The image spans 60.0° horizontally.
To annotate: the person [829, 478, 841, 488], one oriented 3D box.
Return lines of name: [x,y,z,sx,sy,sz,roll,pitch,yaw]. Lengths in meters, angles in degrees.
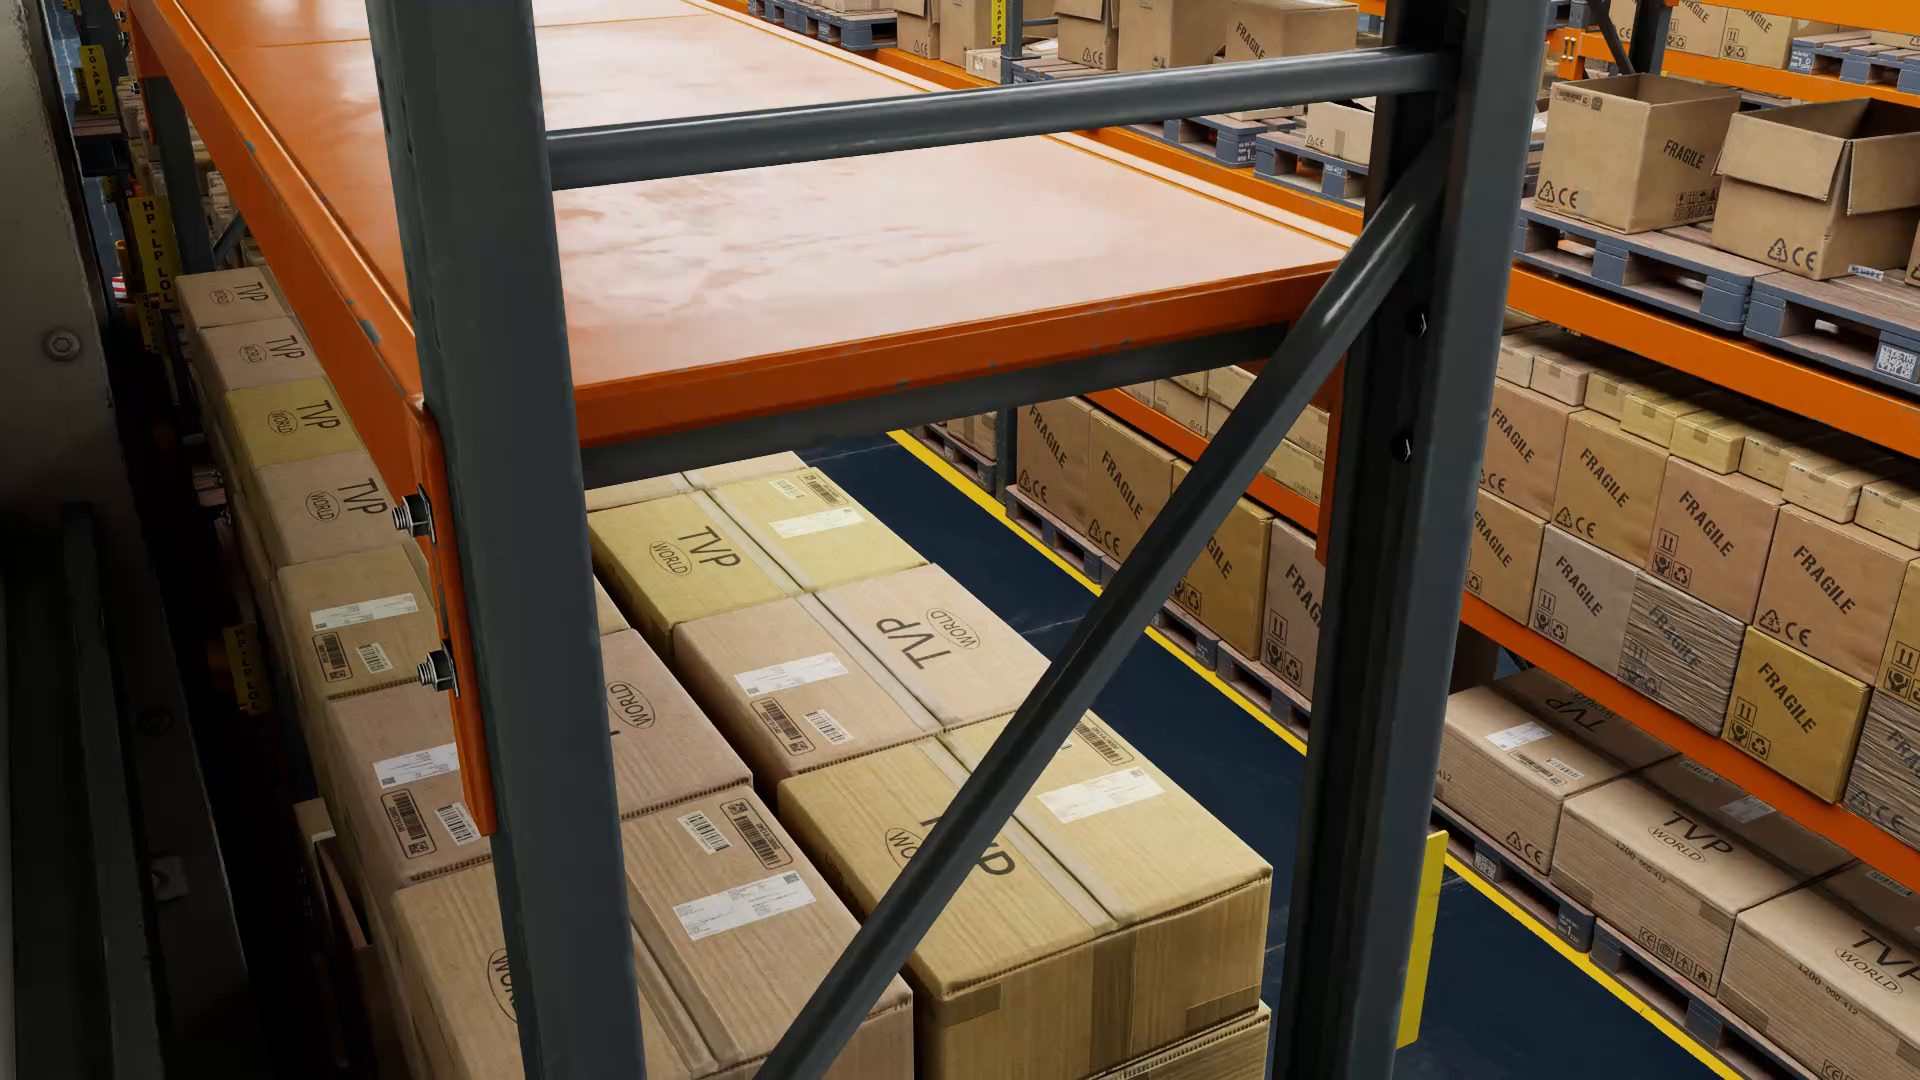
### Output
person: [-0.786,0.468,8.167,0.517,1.634,0.452,-13,28,-25]
